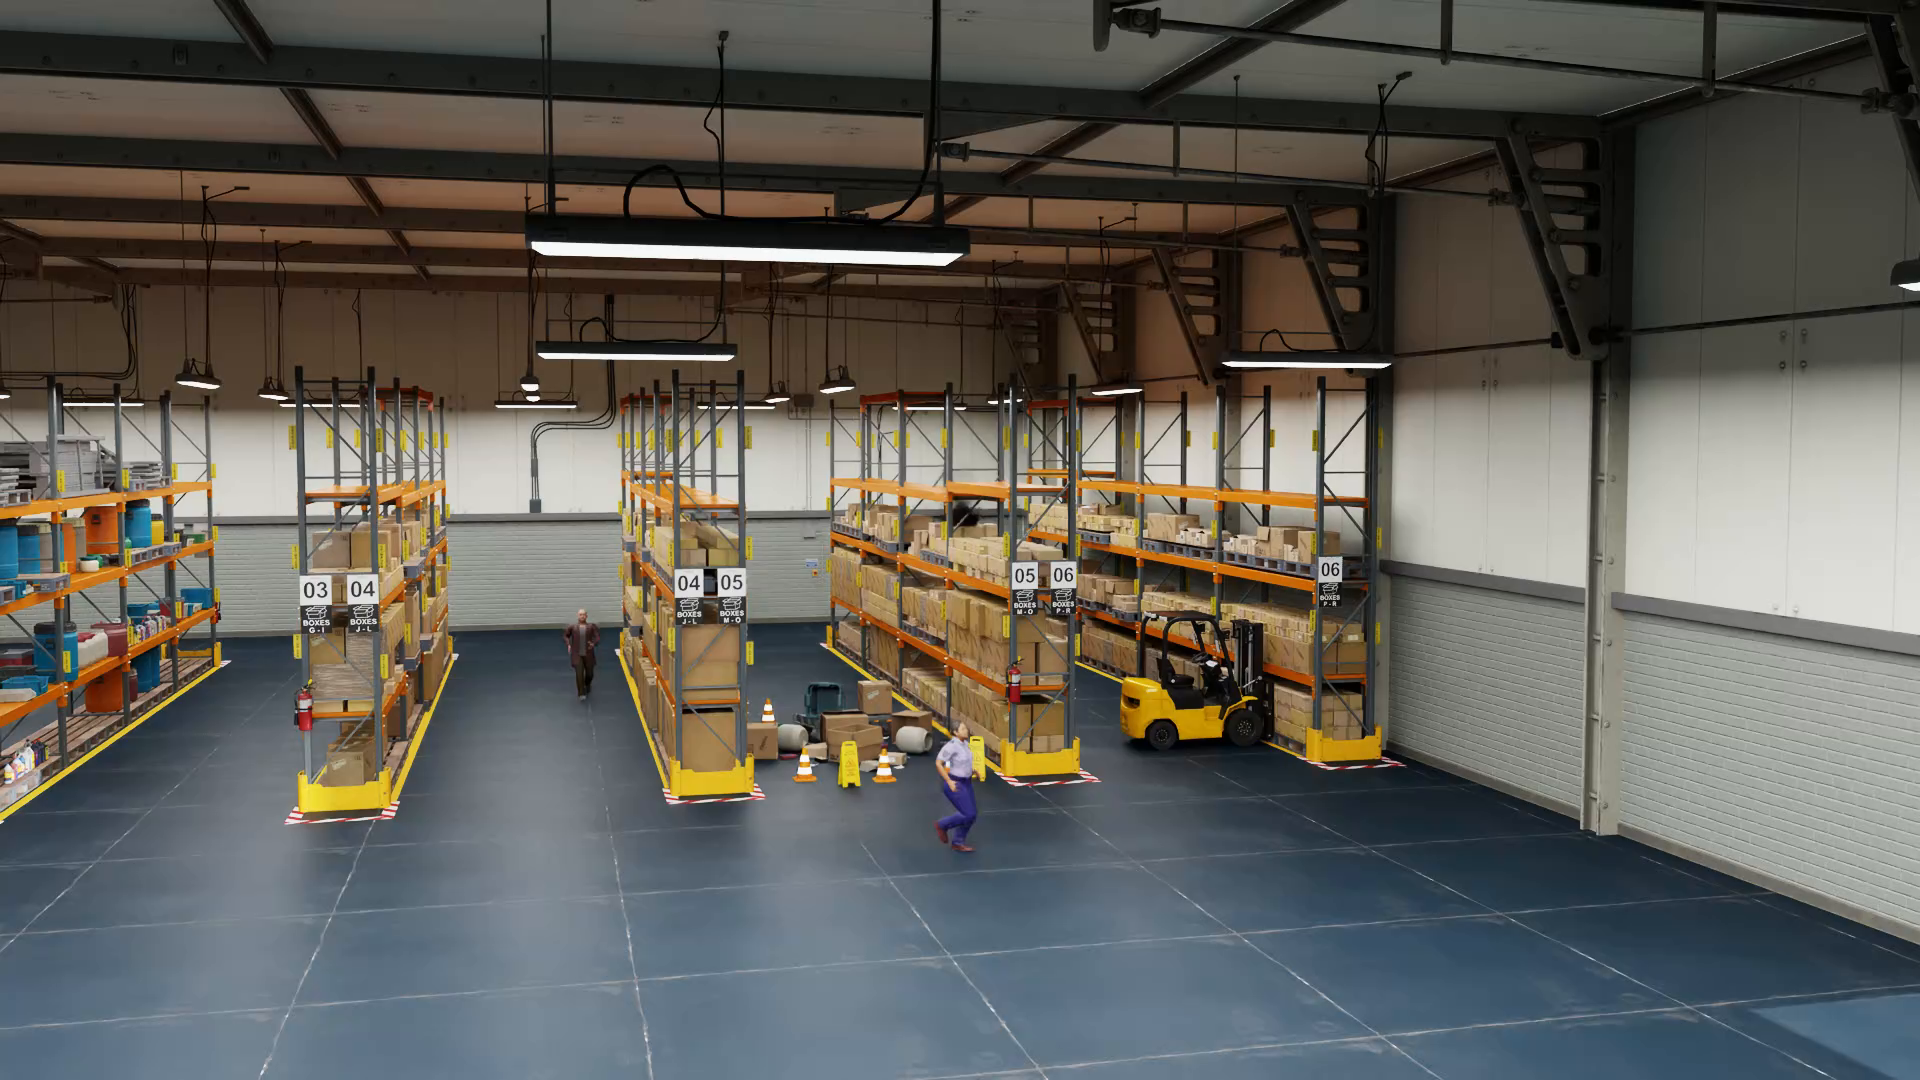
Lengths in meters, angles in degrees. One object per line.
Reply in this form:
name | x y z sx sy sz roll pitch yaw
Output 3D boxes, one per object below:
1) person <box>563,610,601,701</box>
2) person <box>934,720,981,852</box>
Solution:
person | -7.313 2.213 32.178 0.716 1.737 0.836 -1 4 -14
person | -0.015 2.995 20.247 0.556 1.599 0.619 1 4 21
